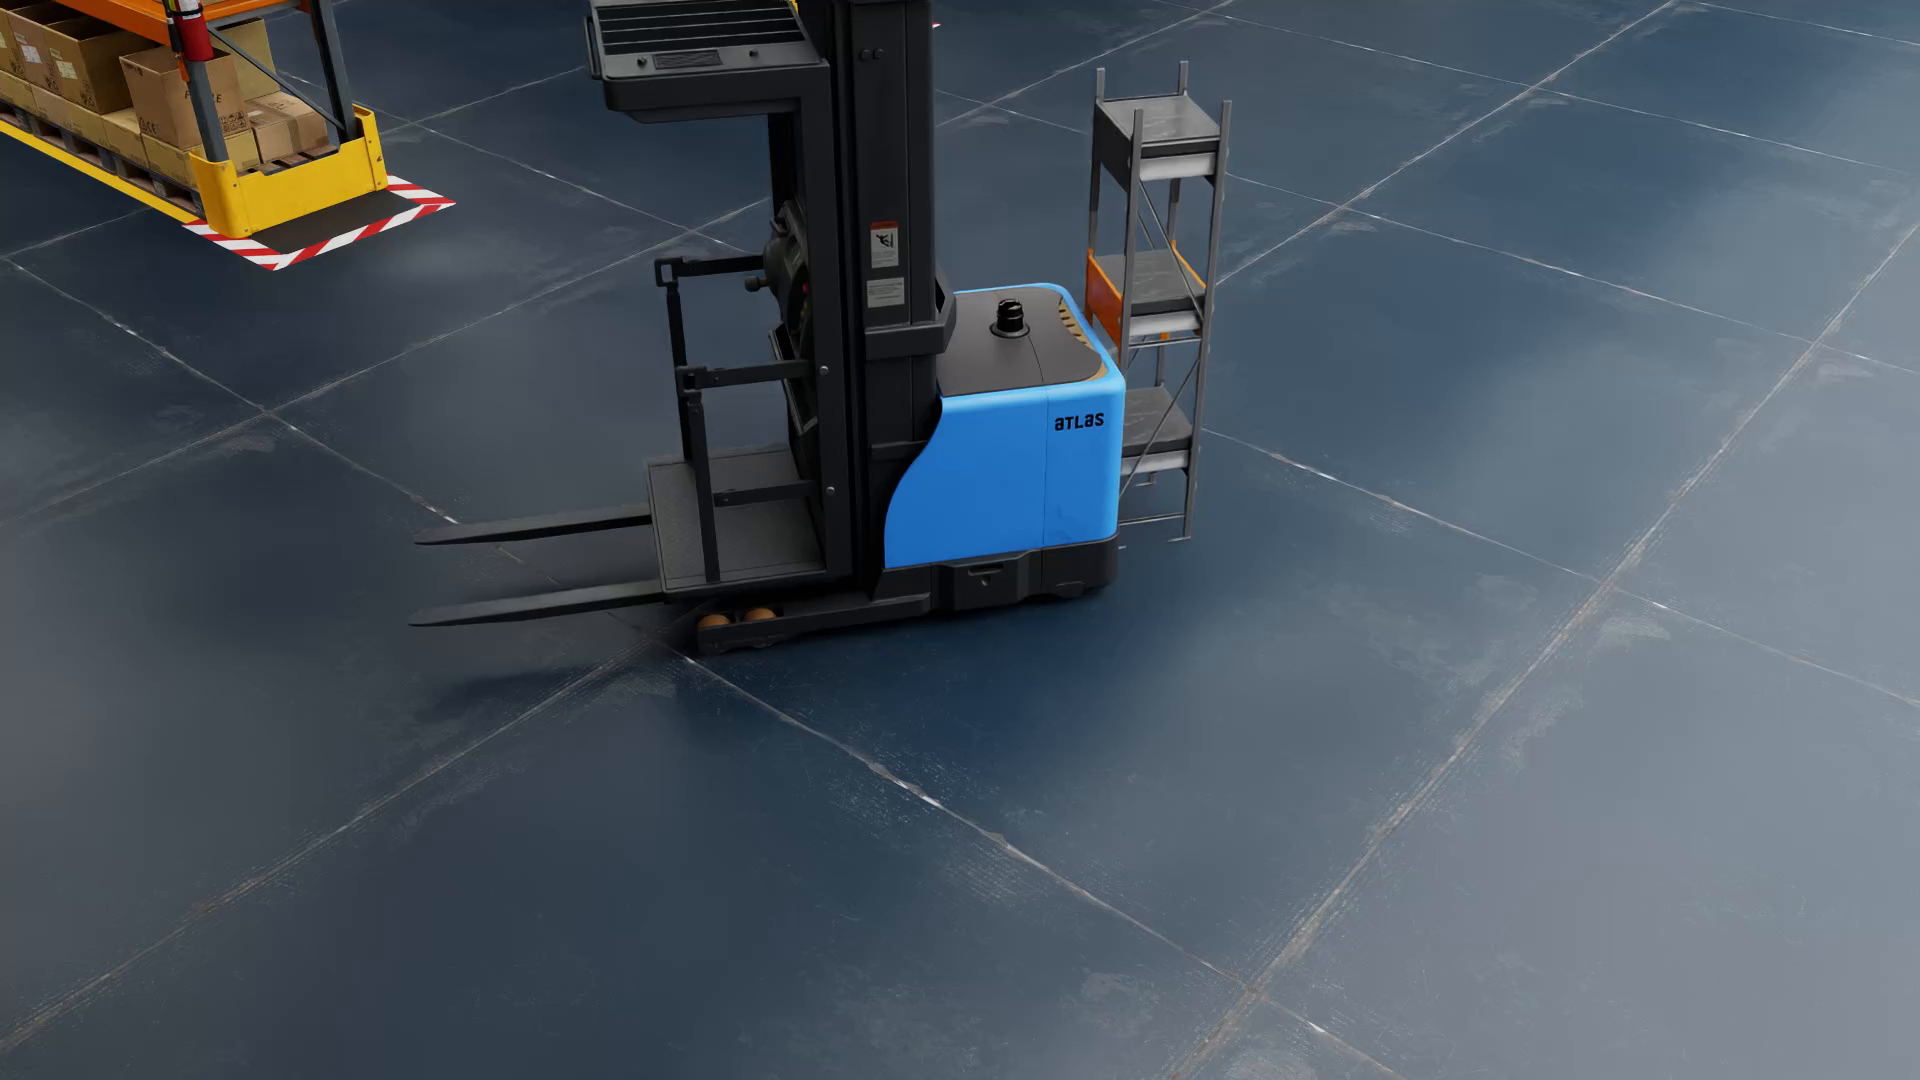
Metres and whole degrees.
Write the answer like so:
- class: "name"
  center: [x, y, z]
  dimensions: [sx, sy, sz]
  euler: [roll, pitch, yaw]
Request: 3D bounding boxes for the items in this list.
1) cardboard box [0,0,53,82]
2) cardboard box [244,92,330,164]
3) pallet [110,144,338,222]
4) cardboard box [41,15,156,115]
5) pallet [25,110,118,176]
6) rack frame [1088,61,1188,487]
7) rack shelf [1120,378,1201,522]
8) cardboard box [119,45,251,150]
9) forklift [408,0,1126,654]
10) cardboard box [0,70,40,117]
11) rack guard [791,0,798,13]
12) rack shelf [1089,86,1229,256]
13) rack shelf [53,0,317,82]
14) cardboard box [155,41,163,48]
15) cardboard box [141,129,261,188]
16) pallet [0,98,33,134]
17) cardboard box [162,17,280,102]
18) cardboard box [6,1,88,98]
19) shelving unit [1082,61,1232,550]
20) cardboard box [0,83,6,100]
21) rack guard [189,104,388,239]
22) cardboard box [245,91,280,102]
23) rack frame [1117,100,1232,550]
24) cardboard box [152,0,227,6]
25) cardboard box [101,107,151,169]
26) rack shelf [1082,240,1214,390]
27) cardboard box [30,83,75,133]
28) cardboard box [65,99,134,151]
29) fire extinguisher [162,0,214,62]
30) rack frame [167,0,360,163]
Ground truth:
- class: "cardboard box"
  center: [-6.512, -3.583, 11.714]
  dimensions: [0.500, 0.500, 0.500]
  euler: [25, 42, 32]
- class: "cardboard box"
  center: [-4.632, -2.783, 11.210]
  dimensions: [0.500, 0.250, 0.500]
  euler: [25, 42, 32]
- class: "pallet"
  center: [-4.977, -2.561, 11.293]
  dimensions: [1.213, 0.211, 1.003]
  euler: [25, 42, 32]
- class: "cardboard box"
  center: [-5.743, -3.221, 11.187]
  dimensions: [0.500, 0.500, 0.500]
  euler: [25, 42, 32]
- class: "pallet"
  center: [-5.910, -3.003, 11.937]
  dimensions: [1.213, 0.211, 1.003]
  euler: [25, 42, 32]
- class: "rack frame"
  center: [0.759, -1.111, 7.513]
  dimensions: [0.400, 2.100, 0.015]
  euler: [-8, 35, -11]
- class: "rack shelf"
  center: [0.818, -0.388, 7.721]
  dimensions: [0.431, 0.518, 0.480]
  euler: [-8, 35, -11]
- class: "cardboard box"
  center: [-4.965, -2.866, 10.669]
  dimensions: [0.500, 0.500, 0.500]
  euler: [25, 42, 32]
- class: "forklift"
  center: [-0.874, -1.055, 6.696]
  dimensions: [3.031, 2.935, 1.130]
  euler: [-8, 35, -11]
- class: "cardboard box"
  center: [-6.512, -3.274, 11.926]
  dimensions: [0.500, 0.250, 0.500]
  euler: [25, 42, 32]
- class: "rack guard"
  center: [-1.279, -4.582, 13.981]
  dimensions: [0.348, 0.500, 1.175]
  euler: [25, 42, 32]
- class: "rack shelf"
  center: [0.818, -1.542, 6.929]
  dimensions: [0.431, 0.518, 0.480]
  euler: [-8, 35, -11]
- class: "rack shelf"
  center: [-5.899, -3.880, 11.386]
  dimensions: [4.000, 0.370, 1.077]
  euler: [25, 42, 32]
- class: "cardboard box"
  center: [-5.410, -3.448, 11.516]
  dimensions: [0.500, 0.500, 0.500]
  euler: [25, 42, 32]
- class: "cardboard box"
  center: [-4.964, -2.557, 10.882]
  dimensions: [0.500, 0.250, 0.500]
  euler: [25, 42, 32]
- class: "pallet"
  center: [-6.852, -3.445, 12.580]
  dimensions: [1.213, 0.211, 1.003]
  euler: [25, 42, 32]
- class: "cardboard box"
  center: [-5.018, -3.272, 11.260]
  dimensions: [0.500, 0.500, 0.500]
  euler: [25, 42, 32]
- class: "cardboard box"
  center: [-6.126, -3.403, 11.451]
  dimensions: [0.500, 0.500, 0.500]
  euler: [25, 42, 32]
- class: "shelving unit"
  center: [0.818, -0.977, 7.317]
  dimensions: [0.431, 2.100, 0.503]
  euler: [-8, 35, -11]
- class: "cardboard box"
  center: [-6.893, -3.457, 12.193]
  dimensions: [0.500, 0.250, 0.500]
  euler: [25, 42, 32]
- class: "rack guard"
  center: [-4.344, -2.413, 10.822]
  dimensions: [0.348, 0.500, 1.175]
  euler: [25, 42, 32]
- class: "cardboard box"
  center: [-5.019, -2.962, 11.472]
  dimensions: [0.500, 0.250, 0.500]
  euler: [25, 42, 32]
- class: "rack frame"
  center: [0.877, -0.843, 7.122]
  dimensions: [0.400, 2.100, 0.015]
  euler: [-8, 35, -11]
- class: "cardboard box"
  center: [-4.713, -3.668, 10.353]
  dimensions: [0.500, 0.500, 0.700]
  euler: [25, 42, 32]
- class: "cardboard box"
  center: [-5.356, -2.733, 11.138]
  dimensions: [0.500, 0.250, 0.500]
  euler: [25, 42, 32]
- class: "rack shelf"
  center: [0.818, -0.965, 7.325]
  dimensions: [0.431, 0.518, 0.480]
  euler: [-8, 35, -11]
- class: "cardboard box"
  center: [-6.124, -3.096, 11.666]
  dimensions: [0.500, 0.250, 0.500]
  euler: [25, 42, 32]
- class: "cardboard box"
  center: [-5.741, -2.914, 11.401]
  dimensions: [0.500, 0.250, 0.500]
  euler: [25, 42, 32]
- class: "fire extinguisher"
  center: [-4.569, -3.175, 9.792]
  dimensions: [0.183, 0.674, 0.296]
  euler: [25, 42, 32]
- class: "rack frame"
  center: [-4.362, -3.452, 10.127]
  dimensions: [0.127, 3.000, 1.000]
  euler: [25, 42, 32]
